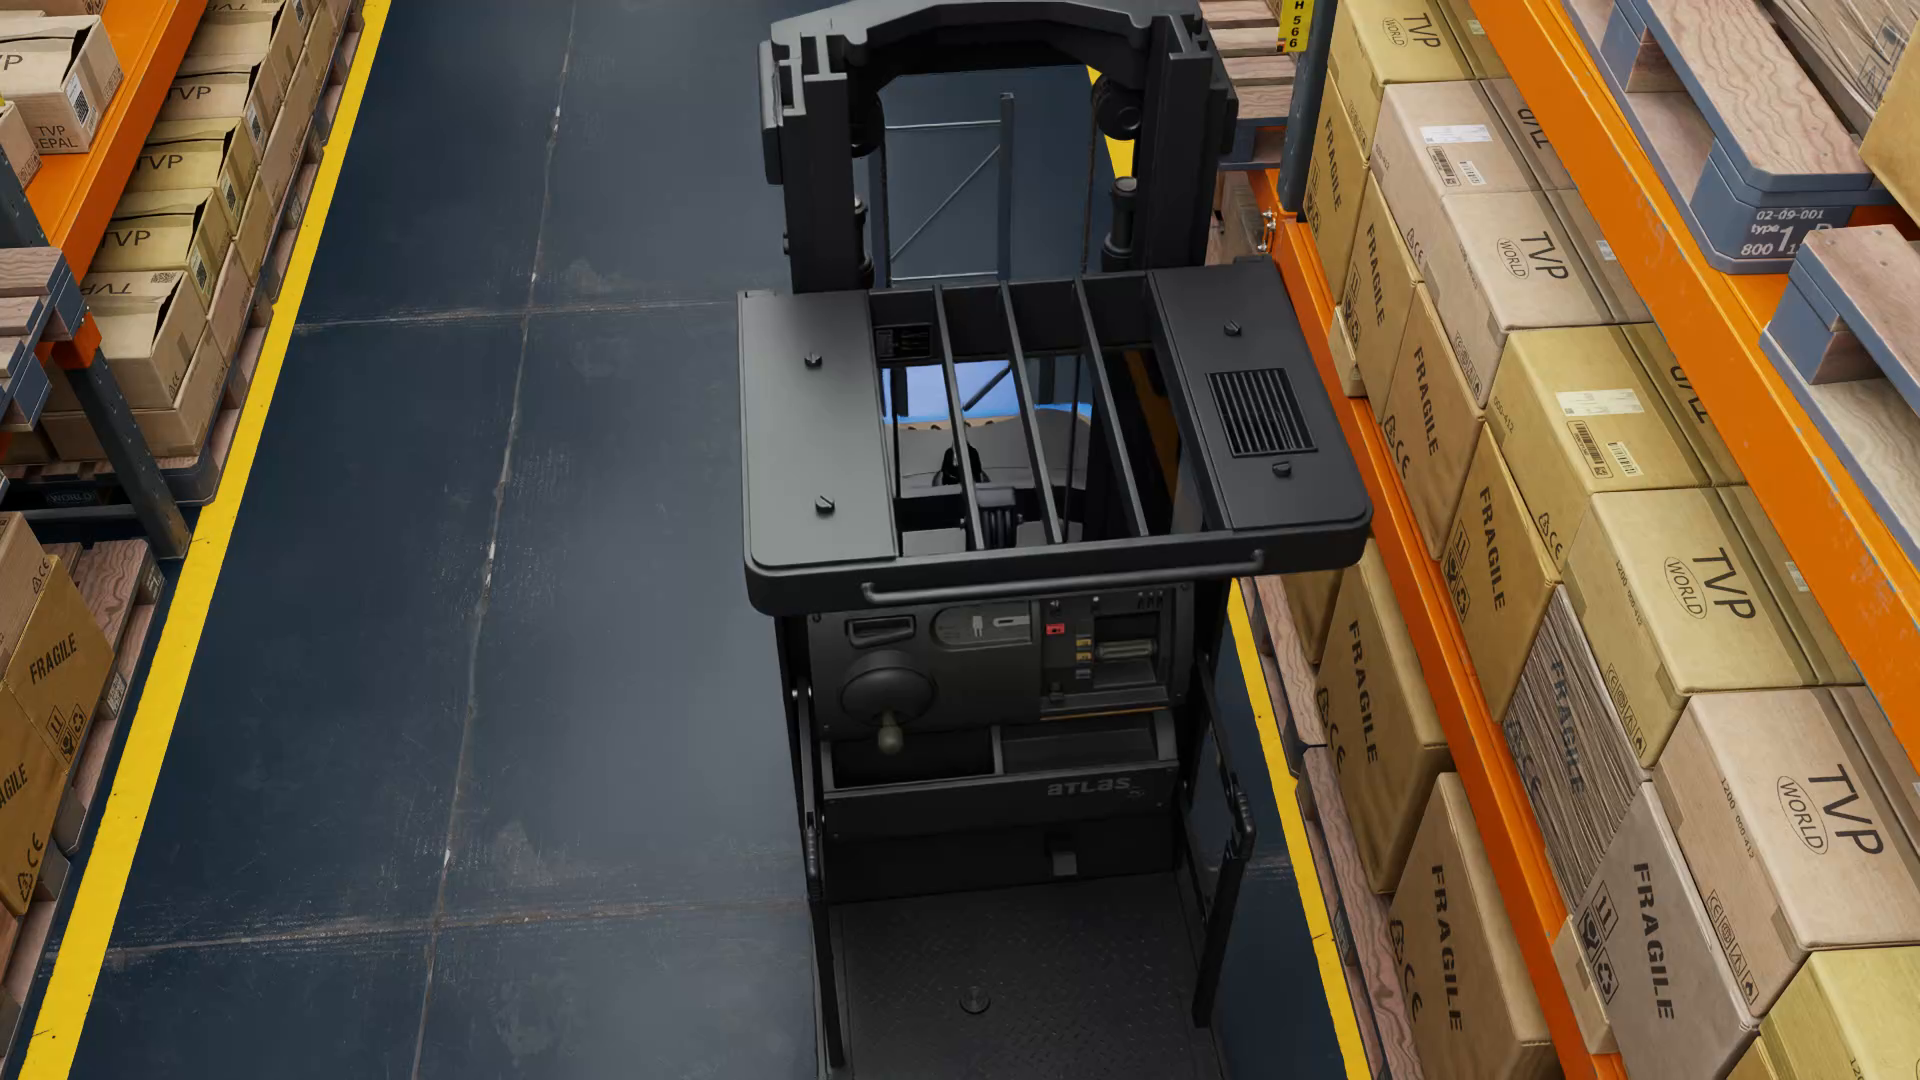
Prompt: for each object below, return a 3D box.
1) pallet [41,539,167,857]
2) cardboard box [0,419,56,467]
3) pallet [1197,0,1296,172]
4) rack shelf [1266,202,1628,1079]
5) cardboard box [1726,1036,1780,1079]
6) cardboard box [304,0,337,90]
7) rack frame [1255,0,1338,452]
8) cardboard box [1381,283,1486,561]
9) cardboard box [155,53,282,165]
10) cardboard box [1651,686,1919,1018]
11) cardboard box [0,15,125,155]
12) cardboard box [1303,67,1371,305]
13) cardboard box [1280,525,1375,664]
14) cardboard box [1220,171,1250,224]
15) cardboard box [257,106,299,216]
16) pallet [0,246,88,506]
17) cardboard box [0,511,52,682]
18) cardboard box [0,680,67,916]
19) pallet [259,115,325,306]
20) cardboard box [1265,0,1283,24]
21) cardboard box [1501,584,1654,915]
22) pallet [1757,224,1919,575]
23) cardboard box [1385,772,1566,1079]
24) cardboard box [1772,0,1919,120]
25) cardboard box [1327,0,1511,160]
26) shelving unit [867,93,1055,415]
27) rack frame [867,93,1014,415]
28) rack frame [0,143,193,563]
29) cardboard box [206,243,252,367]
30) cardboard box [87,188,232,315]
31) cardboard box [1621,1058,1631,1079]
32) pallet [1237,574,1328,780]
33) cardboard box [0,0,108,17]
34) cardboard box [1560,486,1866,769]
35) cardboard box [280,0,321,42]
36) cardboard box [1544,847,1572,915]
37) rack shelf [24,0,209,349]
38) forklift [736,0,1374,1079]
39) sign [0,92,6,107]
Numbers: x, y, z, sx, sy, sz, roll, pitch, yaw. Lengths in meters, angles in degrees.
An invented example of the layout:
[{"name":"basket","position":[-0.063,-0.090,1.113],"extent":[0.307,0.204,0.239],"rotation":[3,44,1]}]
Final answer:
[{"name":"pallet","position":[-3.357,0.532,5.601],"extent":[1.003,0.211,1.213],"rotation":[-3,47,-3]},{"name":"cardboard box","position":[-3.669,-0.534,6.294],"extent":[0.500,0.250,0.500],"rotation":[-2,47,-2]},{"name":"pallet","position":[1.388,-1.716,5.942],"extent":[1.213,0.211,1.003],"rotation":[-3,47,-3]},{"name":"rack shelf","position":[1.721,0.421,4.280],"extent":[1.077,0.370,4.000],"rotation":[-3,47,-3]},{"name":"cardboard box","position":[1.599,1.159,2.799],"extent":[0.500,0.500,0.500],"rotation":[-4,47,-4]},{"name":"cardboard box","position":[-3.353,-2.414,8.075],"extent":[0.500,0.250,0.500],"rotation":[-4,47,-4]},{"name":"rack frame","position":[1.554,-1.273,5.390],"extent":[1.000,3.000,0.127],"rotation":[-3,47,-3]},{"name":"cardboard box","position":[1.415,-0.311,4.191],"extent":[0.500,0.500,0.500],"rotation":[-4,47,-3]},{"name":"cardboard box","position":[-3.270,-1.878,7.181],"extent":[0.500,0.311,0.500],"rotation":[-4,47,-4]},{"name":"cardboard box","position":[1.561,0.527,2.881],"extent":[0.500,0.250,0.500],"rotation":[-3,47,-2]},{"name":"cardboard box","position":[-3.264,-1.597,5.758],"extent":[0.500,0.311,0.500],"rotation":[-4,47,-4]},{"name":"cardboard box","position":[1.339,-1.050,4.891],"extent":[0.500,0.500,0.500],"rotation":[-2,47,-2]},{"name":"cardboard box","position":[1.485,-0.138,5.506],"extent":[0.750,0.750,0.750],"rotation":[-4,47,-4]},{"name":"cardboard box","position":[1.514,-1.462,6.988],"extent":[0.700,0.500,0.500],"rotation":[-4,47,-3]},{"name":"cardboard box","position":[-3.268,-1.675,7.375],"extent":[0.500,0.250,0.500],"rotation":[-3,47,-2]},{"name":"pallet","position":[-3.255,-0.417,4.711],"extent":[1.213,0.211,1.003],"rotation":[-3,47,-3]},{"name":"cardboard box","position":[-3.061,0.184,4.912],"extent":[0.500,0.250,0.500],"rotation":[-2,47,-2]},{"name":"cardboard box","position":[-3.027,0.776,4.868],"extent":[0.500,0.500,0.500],"rotation":[-5,47,-5]},{"name":"pallet","position":[-3.511,-1.489,7.515],"extent":[1.003,0.211,1.213],"rotation":[-3,47,-3]},{"name":"cardboard box","position":[1.431,-2.201,5.897],"extent":[0.700,0.500,0.500],"rotation":[-7,47,-7]},{"name":"cardboard box","position":[1.513,0.426,3.493],"extent":[0.500,0.500,0.500],"rotation":[-3,47,-3]},{"name":"pallet","position":[1.763,-0.005,2.255],"extent":[0.805,0.209,1.217],"rotation":[-5,47,-5]},{"name":"cardboard box","position":[1.627,1.111,4.324],"extent":[0.750,0.750,0.750],"rotation":[-2,47,-2]},{"name":"cardboard box","position":[1.835,-1.005,2.698],"extent":[0.700,0.500,0.500],"rotation":[-4,47,-3]},{"name":"cardboard box","position":[1.337,-1.309,4.620],"extent":[0.500,0.250,0.500],"rotation":[-2,47,-2]},{"name":"shelving unit","position":[-0.013,-0.596,5.782],"extent":[0.538,1.500,1.048],"rotation":[-5,47,-4]},{"name":"rack frame","position":[-0.069,-0.963,6.129],"extent":[0.500,1.500,0.032],"rotation":[-5,47,-4]},{"name":"rack frame","position":[-3.382,-0.969,5.102],"extent":[1.000,3.000,0.127],"rotation":[-3,47,-3]},{"name":"cardboard box","position":[-3.176,-0.929,6.668],"extent":[0.500,0.250,0.500],"rotation":[-5,47,-4]},{"name":"cardboard box","position":[-3.186,-1.137,6.479],"extent":[0.500,0.311,0.500],"rotation":[-5,47,-4]},{"name":"cardboard box","position":[1.557,1.102,3.300],"extent":[0.380,0.149,0.250],"rotation":[-2,47,-2]},{"name":"pallet","position":[1.545,0.261,5.858],"extent":[1.003,0.211,1.213],"rotation":[-3,47,-3]},{"name":"cardboard box","position":[-3.539,-2.217,6.215],"extent":[0.500,0.500,0.500],"rotation":[-6,47,-5]},{"name":"cardboard box","position":[1.519,0.158,3.231],"extent":[0.500,0.250,0.500],"rotation":[-3,47,-3]},{"name":"cardboard box","position":[-3.348,-2.603,7.868],"extent":[0.500,0.311,0.500],"rotation":[-2,47,-2]},{"name":"cardboard box","position":[1.522,0.733,3.649],"extent":[0.380,0.149,0.250],"rotation":[-3,47,-3]},{"name":"rack shelf","position":[-3.550,-2.169,6.734],"extent":[1.077,0.370,4.000],"rotation":[-3,47,-3]},{"name":"forklift","position":[0.129,0.391,3.861],"extent":[1.130,2.935,3.031],"rotation":[-5,47,-4]},{"name":"sign","position":[-2.842,-1.380,4.748],"extent":[0.100,0.325,0.005],"rotation":[-3,47,-3]}]
